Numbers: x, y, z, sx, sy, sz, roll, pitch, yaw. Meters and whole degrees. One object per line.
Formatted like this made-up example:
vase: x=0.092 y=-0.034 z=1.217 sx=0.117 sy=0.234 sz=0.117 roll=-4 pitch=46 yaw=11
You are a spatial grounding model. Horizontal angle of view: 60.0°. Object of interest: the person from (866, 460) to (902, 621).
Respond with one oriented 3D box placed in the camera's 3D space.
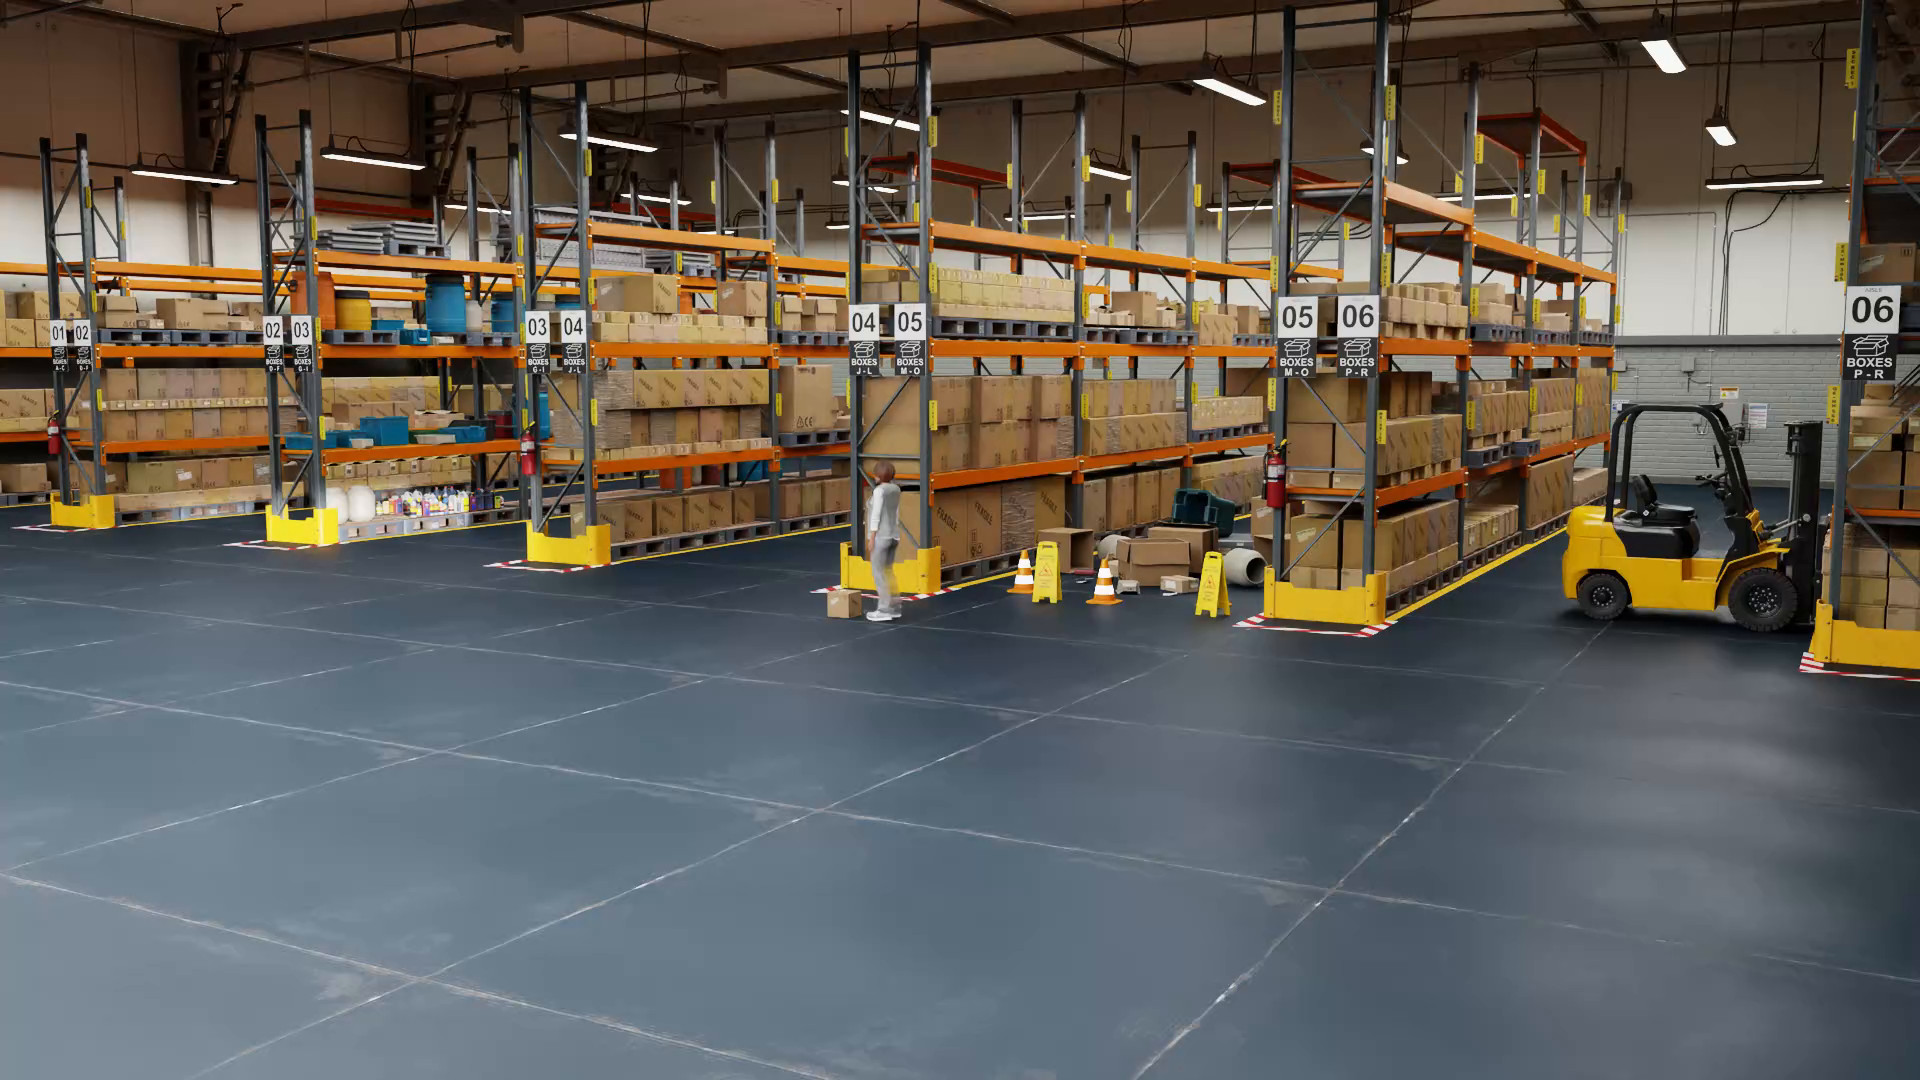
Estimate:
person: x=-0.762 y=0.022 z=16.543 sx=0.310 sy=1.562 sz=0.406 roll=4 pitch=7 yaw=30
